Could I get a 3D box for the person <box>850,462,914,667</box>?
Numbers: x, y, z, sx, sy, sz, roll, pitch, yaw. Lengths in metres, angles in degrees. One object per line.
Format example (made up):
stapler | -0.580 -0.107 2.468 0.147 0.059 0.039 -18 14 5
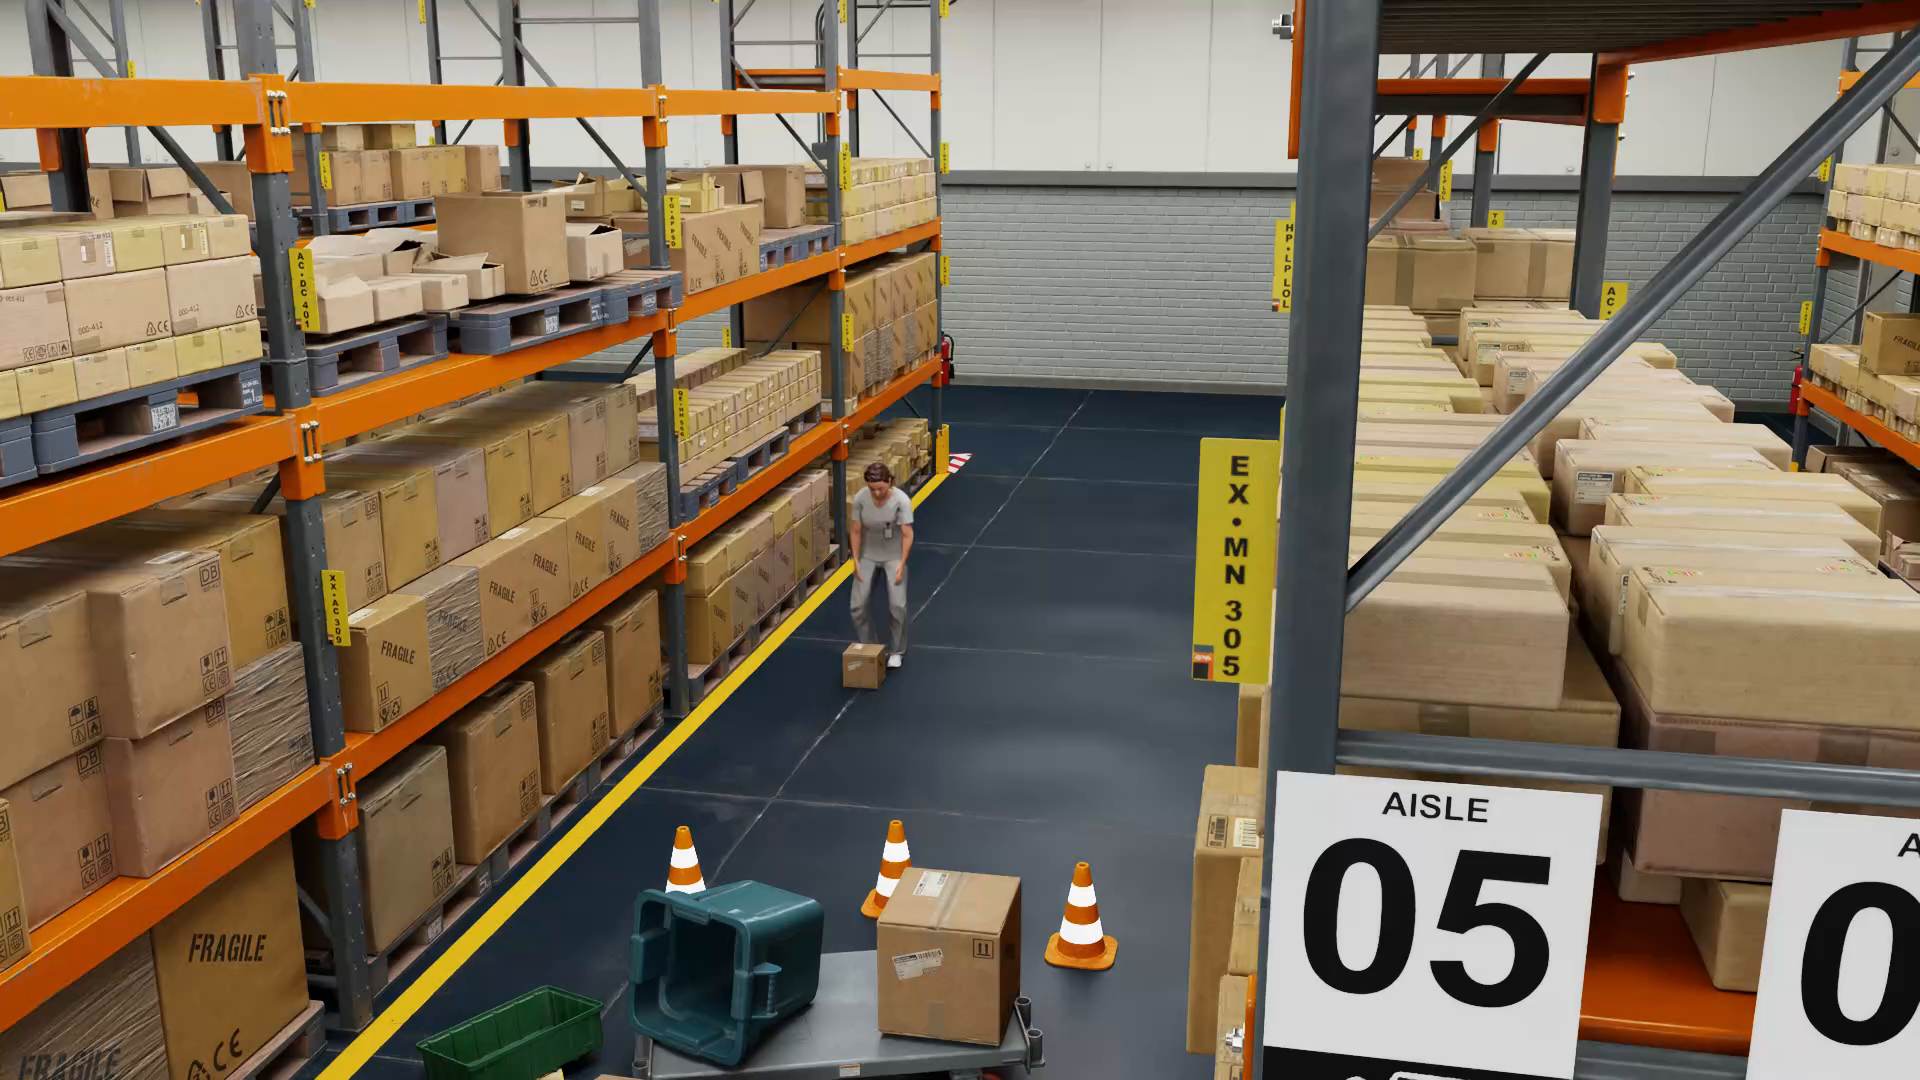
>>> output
person | -0.562 0.164 12.147 0.478 1.556 0.489 3 15 13
